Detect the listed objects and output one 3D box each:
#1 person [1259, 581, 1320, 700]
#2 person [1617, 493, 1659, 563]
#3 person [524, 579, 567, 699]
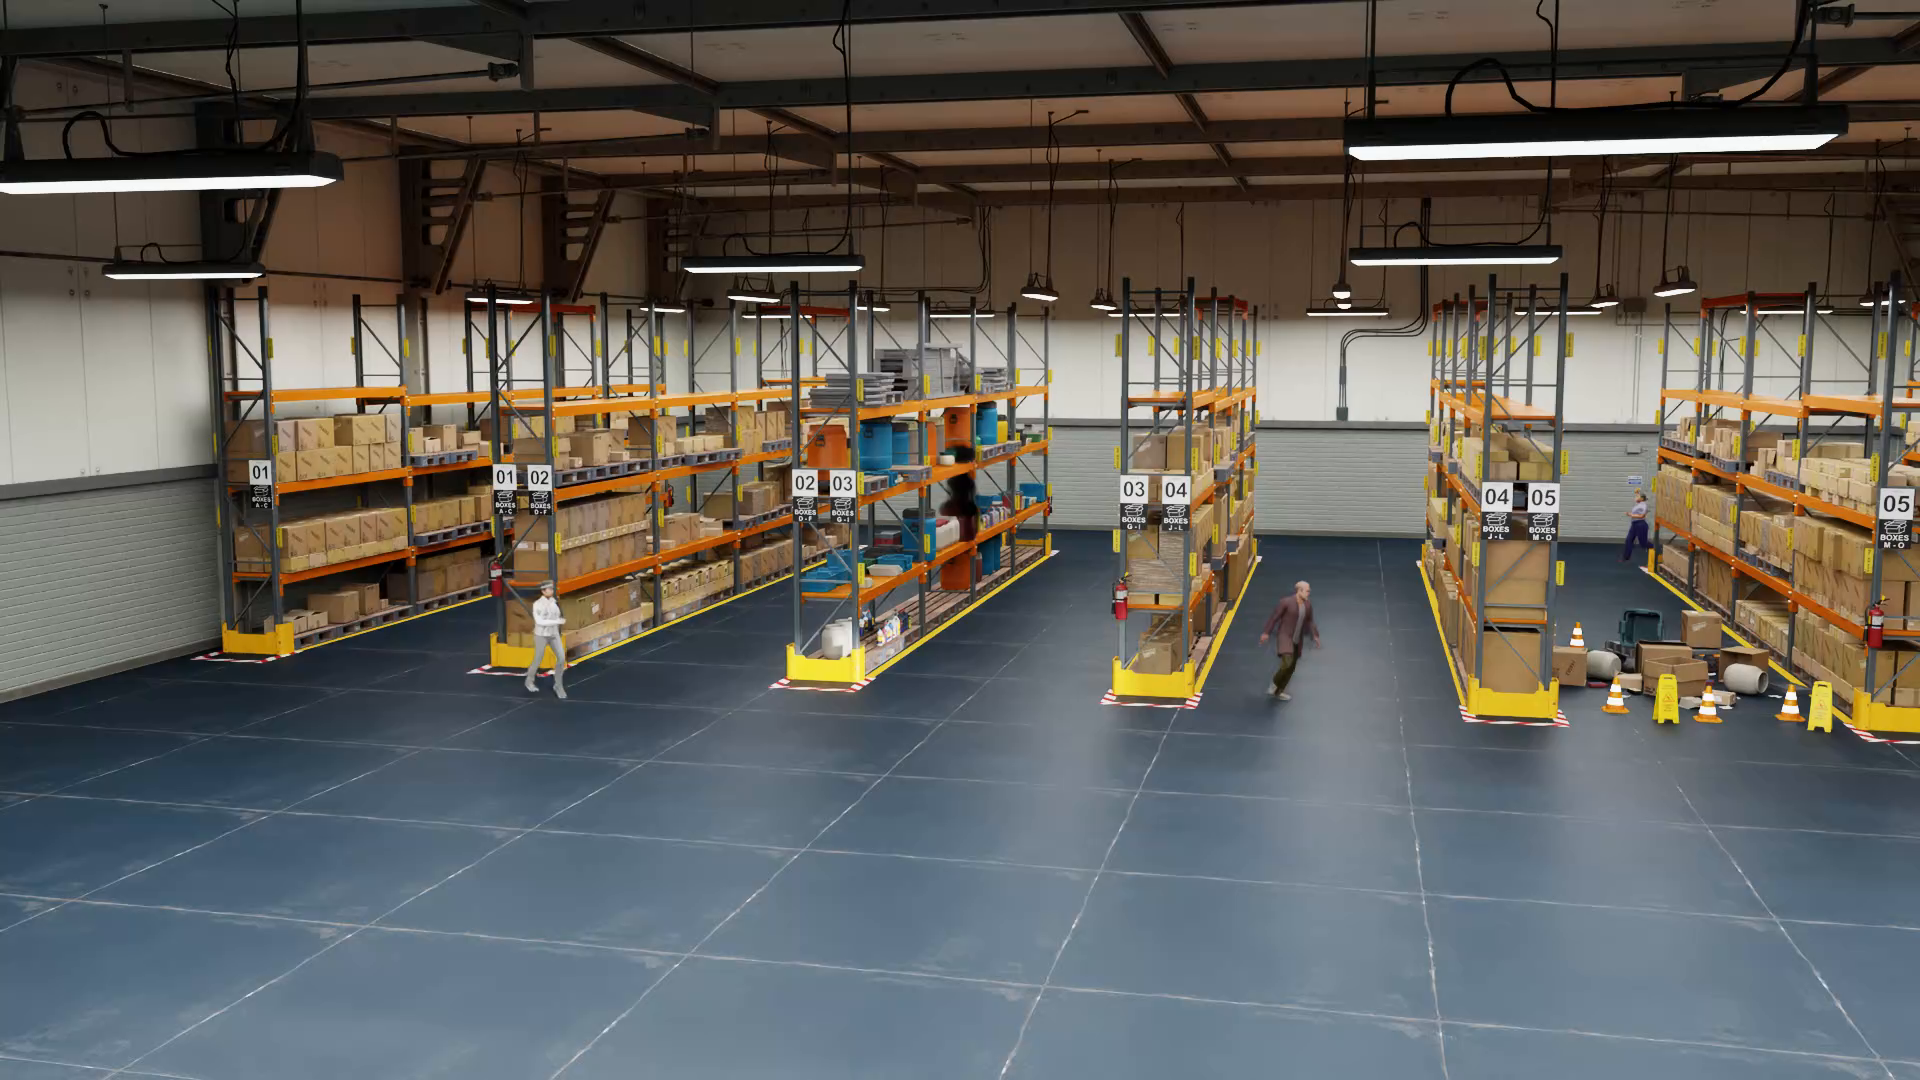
[{"bbox_3d":[4.707,1.430,23.639,0.715,1.732,0.657,-4,8,-30],"label":"person"},{"bbox_3d":[15.829,-0.271,38.718,0.911,1.651,0.603,1,7,5],"label":"person"},{"bbox_3d":[-5.964,1.422,23.943,0.832,1.739,0.548,5,8,35],"label":"person"}]
